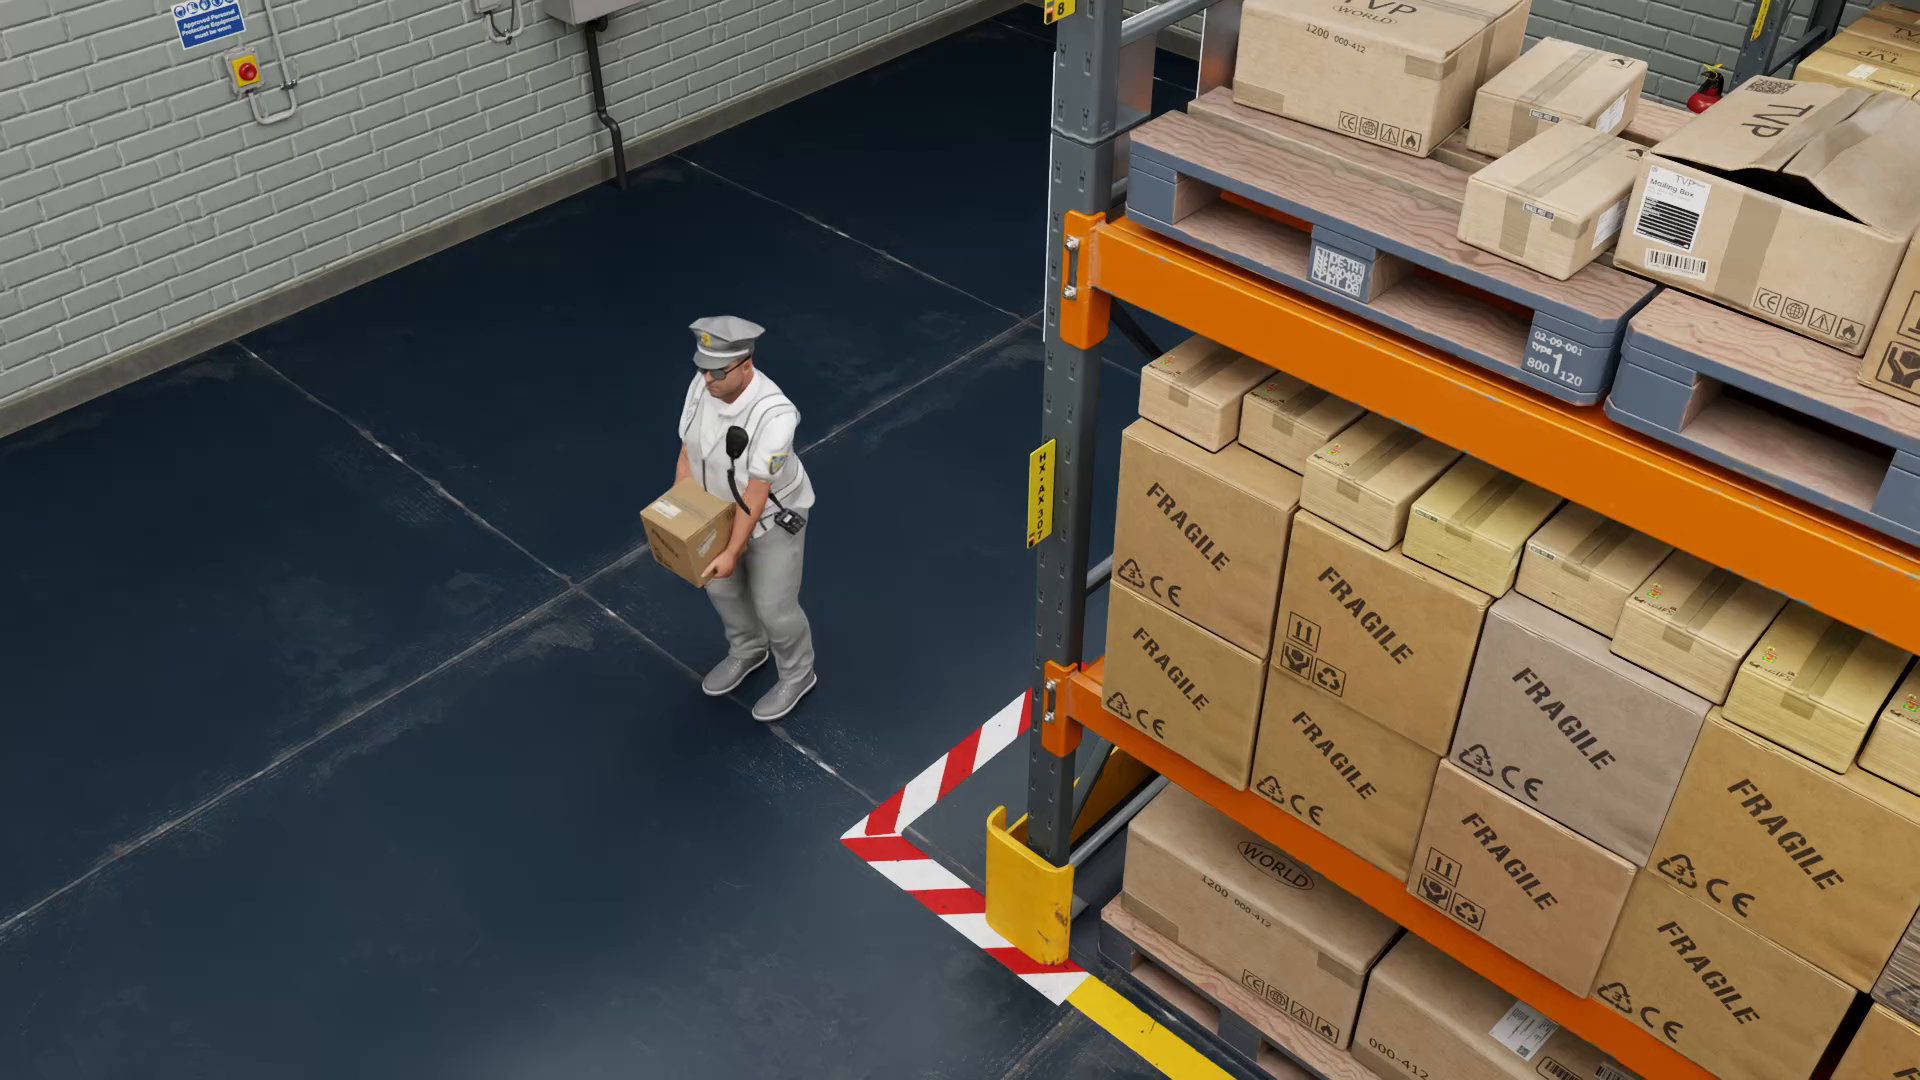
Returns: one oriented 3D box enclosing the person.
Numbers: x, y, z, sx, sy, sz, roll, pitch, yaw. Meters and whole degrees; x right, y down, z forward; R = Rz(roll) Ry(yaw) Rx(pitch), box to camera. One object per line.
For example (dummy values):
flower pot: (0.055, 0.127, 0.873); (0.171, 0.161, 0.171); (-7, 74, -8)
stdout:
person: (-0.825, -0.063, 6.226); (0.488, 1.761, 0.583); (29, 47, 31)
